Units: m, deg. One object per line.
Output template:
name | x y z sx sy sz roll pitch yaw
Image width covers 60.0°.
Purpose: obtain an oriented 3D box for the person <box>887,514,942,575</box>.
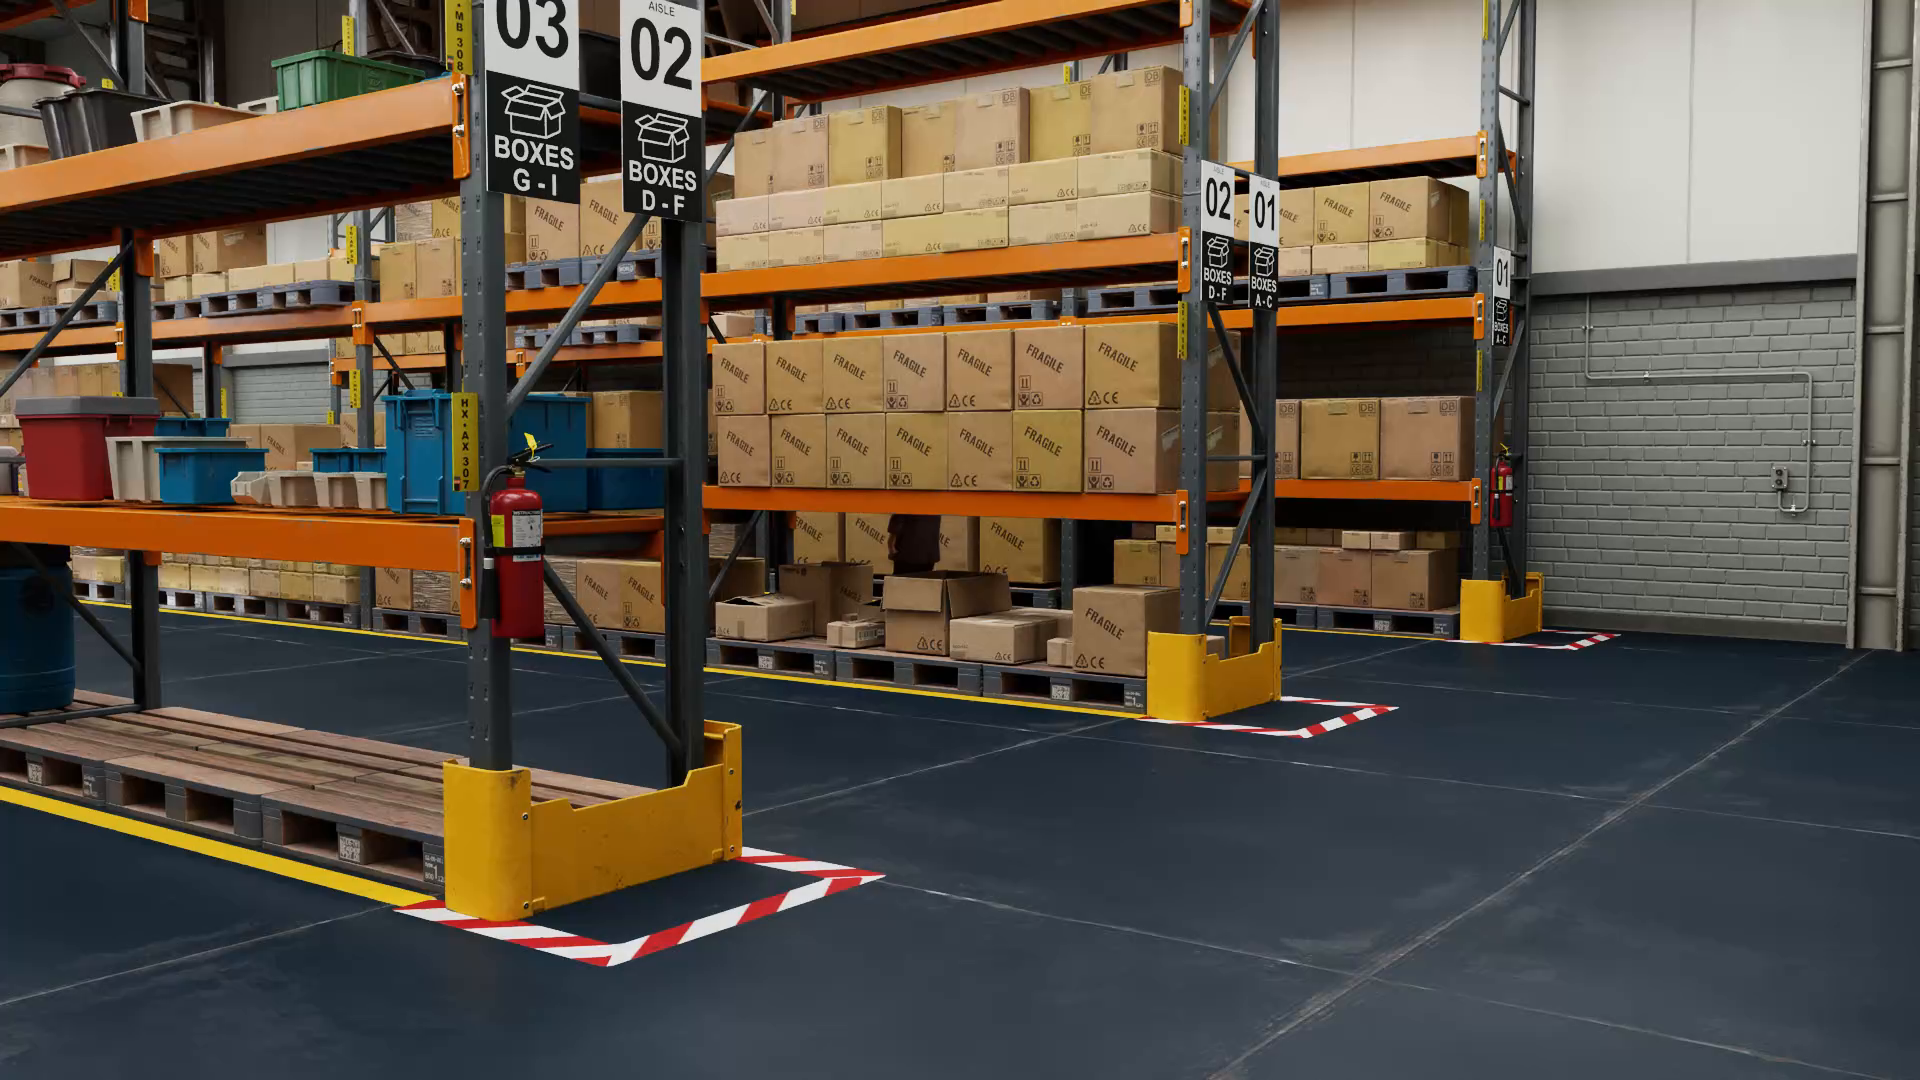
person | -0.368 -0.050 13.320 0.421 1.774 0.650 2 4 32
